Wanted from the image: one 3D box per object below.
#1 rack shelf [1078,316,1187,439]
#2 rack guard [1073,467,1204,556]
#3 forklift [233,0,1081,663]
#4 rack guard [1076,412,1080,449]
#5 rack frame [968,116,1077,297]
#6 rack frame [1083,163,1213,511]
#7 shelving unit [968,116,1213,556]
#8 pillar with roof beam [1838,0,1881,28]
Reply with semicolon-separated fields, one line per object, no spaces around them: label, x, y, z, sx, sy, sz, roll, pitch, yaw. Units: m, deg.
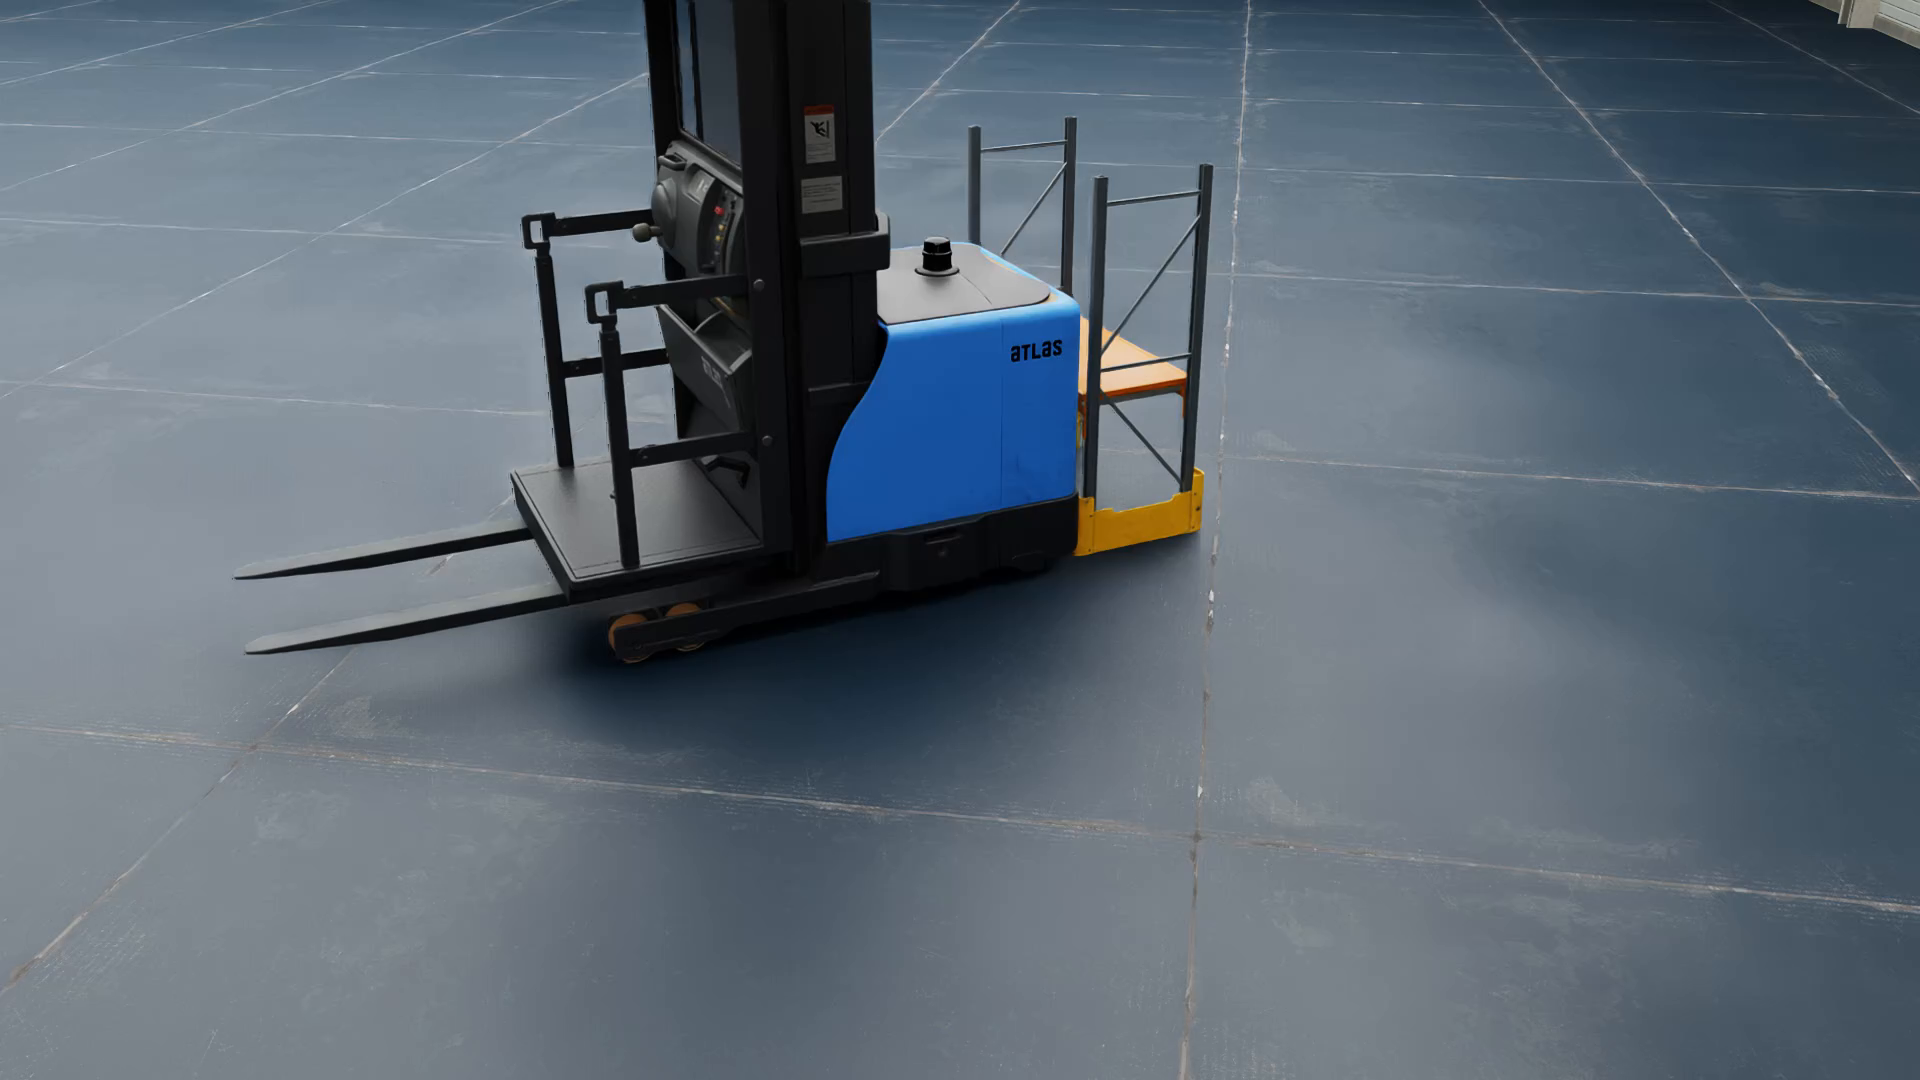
rack shelf;0.490;-0.712;6.926;0.538;0.185;1.000;-12;28;-24
rack guard;0.715;-0.116;6.704;0.587;0.250;0.087;-12;28;-24
forklift;-1.100;-1.153;5.756;3.031;2.935;1.130;-11;27;-22
rack guard;0.273;-0.495;7.512;0.587;0.250;0.087;-12;28;-24
rack frame;0.265;-1.068;7.263;0.500;1.500;0.032;-12;28;-24
rack frame;0.716;-0.682;6.438;0.500;1.500;0.032;-12;28;-24
shelving unit;0.494;-0.872;6.843;0.587;1.500;1.083;-12;28;-24
pillar with roof beam;6.478;-10.528;18.628;9.100;9.000;0.400;4;25;9
